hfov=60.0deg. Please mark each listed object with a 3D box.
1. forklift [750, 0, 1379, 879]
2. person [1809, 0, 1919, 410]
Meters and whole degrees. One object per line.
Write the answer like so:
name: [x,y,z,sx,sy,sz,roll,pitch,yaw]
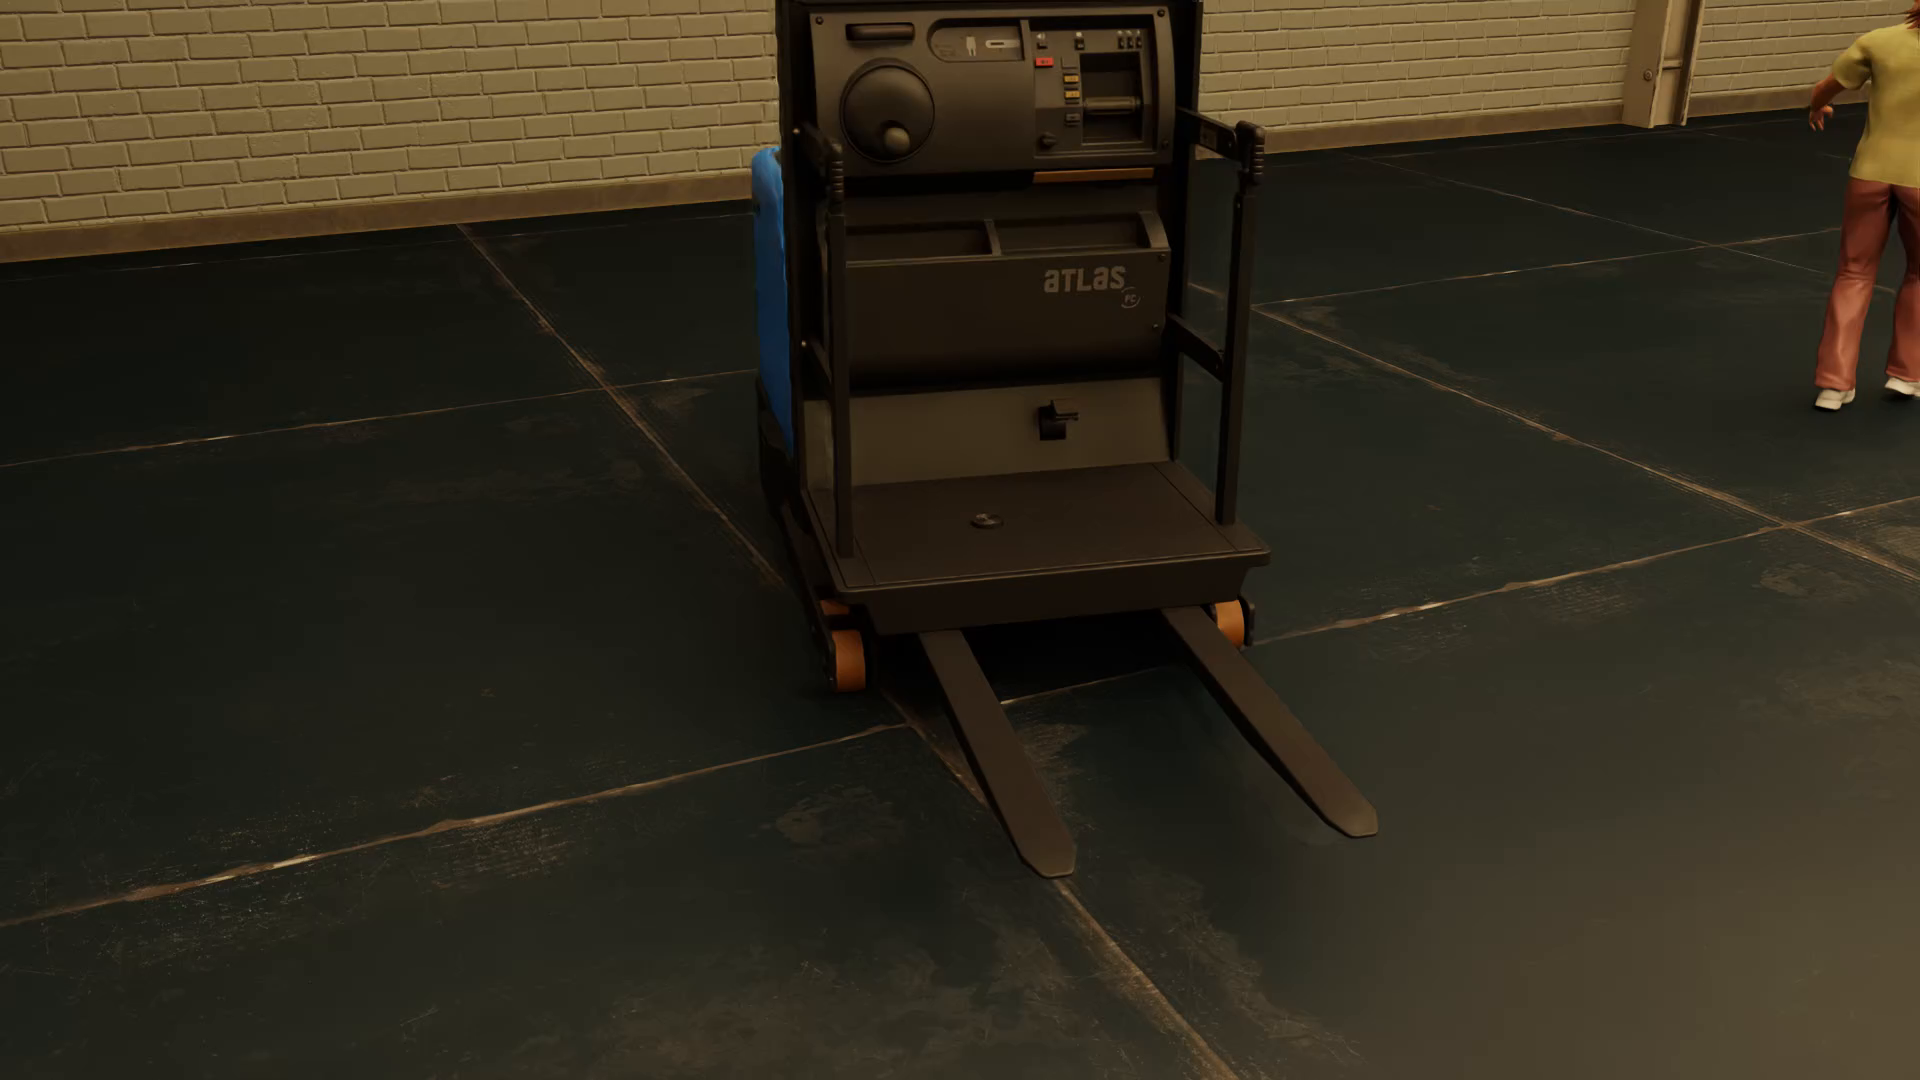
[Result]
forklift: [0.139,-1.126,3.995,1.130,2.935,3.031,-5,23,-12]
person: [3.516,-1.179,6.176,0.902,1.440,0.630,19,29,39]
